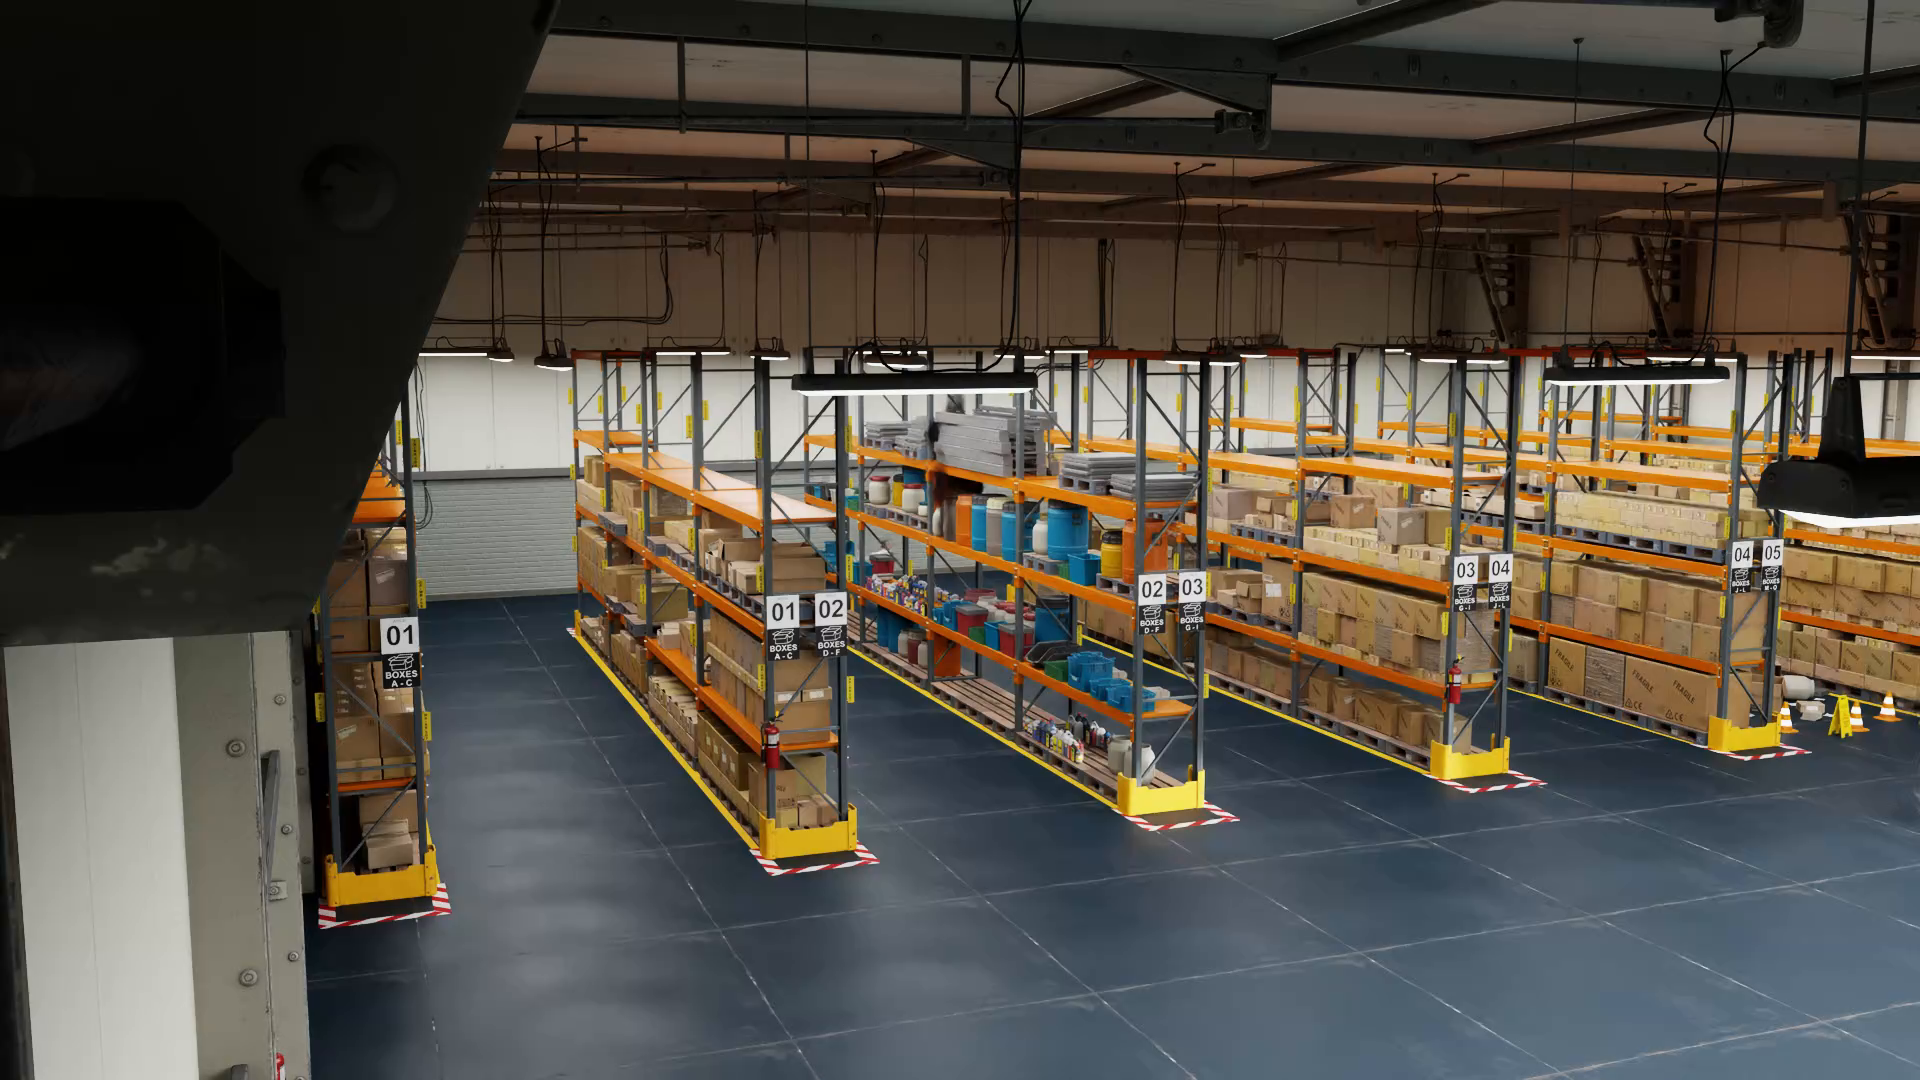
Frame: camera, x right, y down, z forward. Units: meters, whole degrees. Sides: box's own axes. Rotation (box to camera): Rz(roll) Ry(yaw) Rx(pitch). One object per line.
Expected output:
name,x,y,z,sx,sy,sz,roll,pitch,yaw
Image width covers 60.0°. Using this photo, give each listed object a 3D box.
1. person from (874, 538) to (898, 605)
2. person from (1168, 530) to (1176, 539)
person,-1.678,0.795,37.758,0.895,1.701,0.637,3,8,25
person,5.028,0.495,40.394,0.699,1.650,0.550,5,9,34
